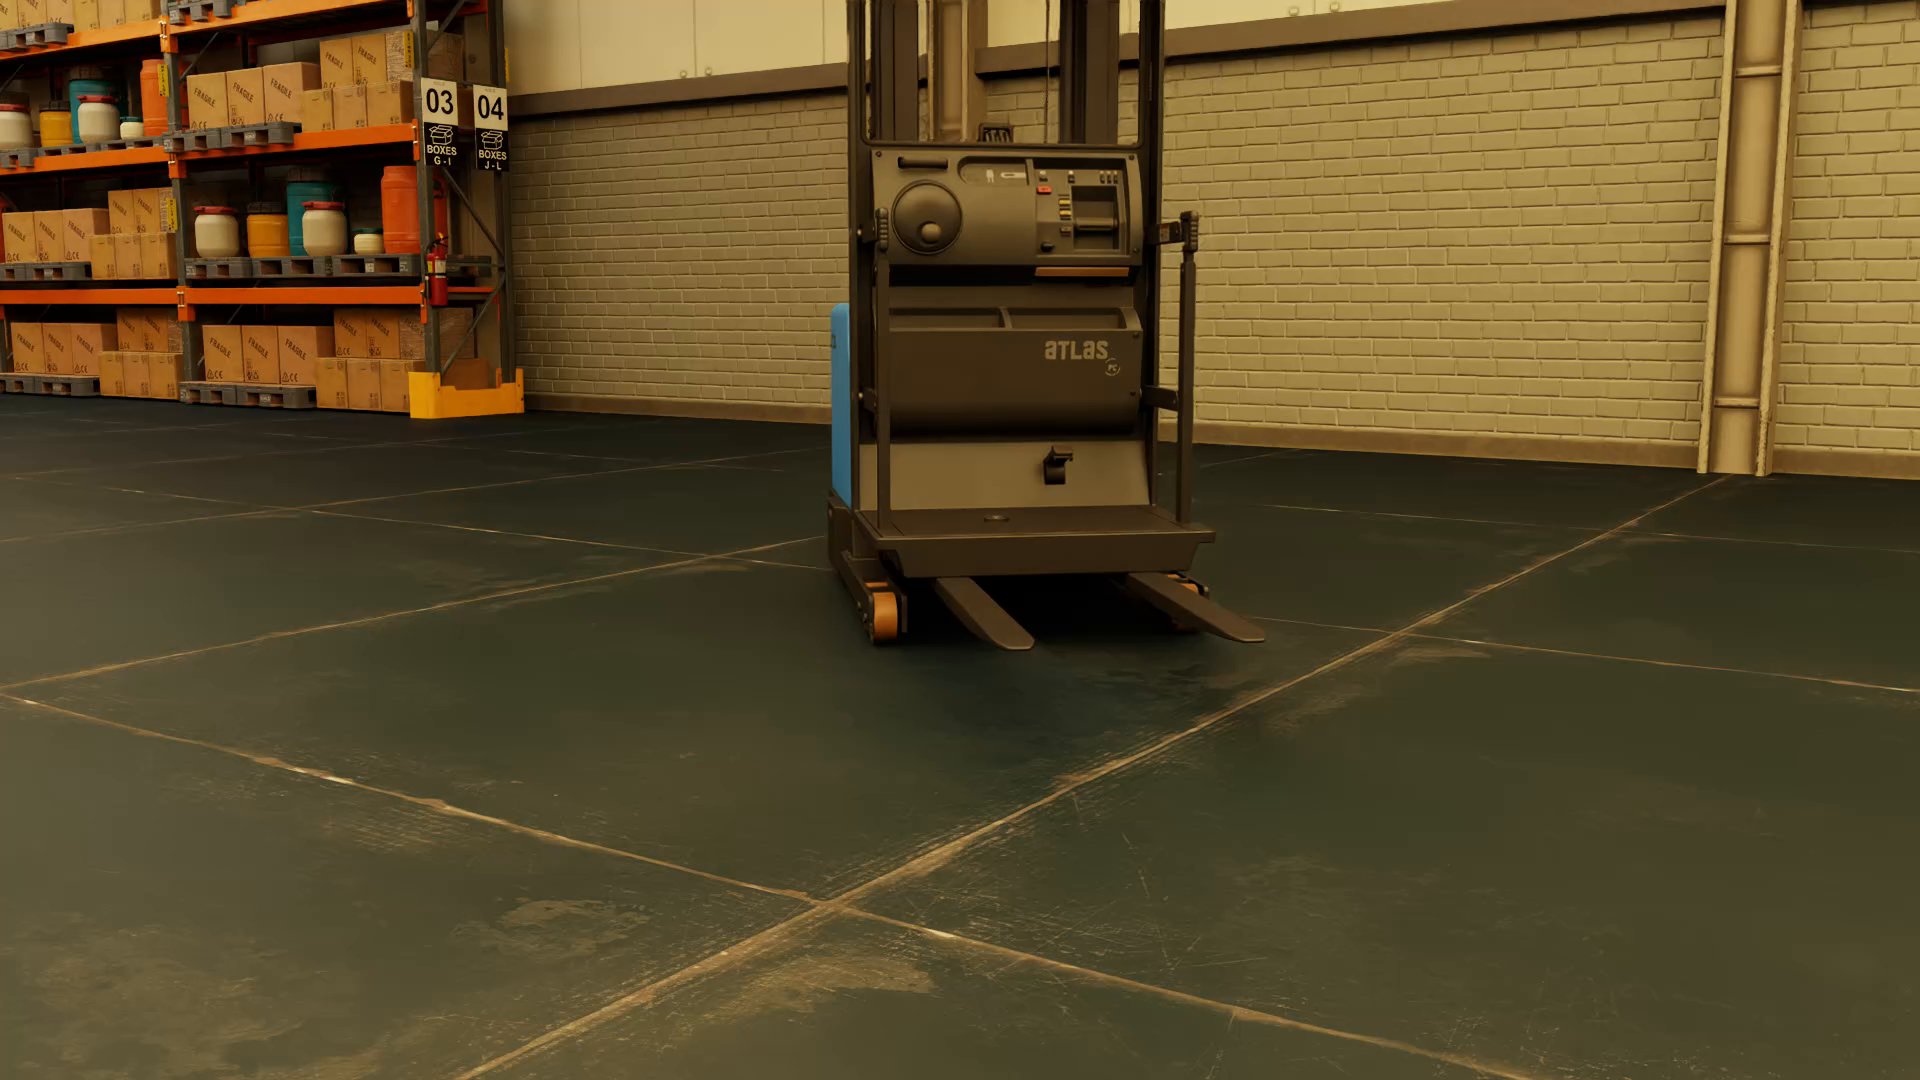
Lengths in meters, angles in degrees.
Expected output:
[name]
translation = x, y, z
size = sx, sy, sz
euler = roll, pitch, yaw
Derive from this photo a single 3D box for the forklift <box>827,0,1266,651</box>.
[forklift]
translation = 0.201, -1.179, 5.481
size = 1.130, 2.935, 3.031
euler = -1, 8, -9
